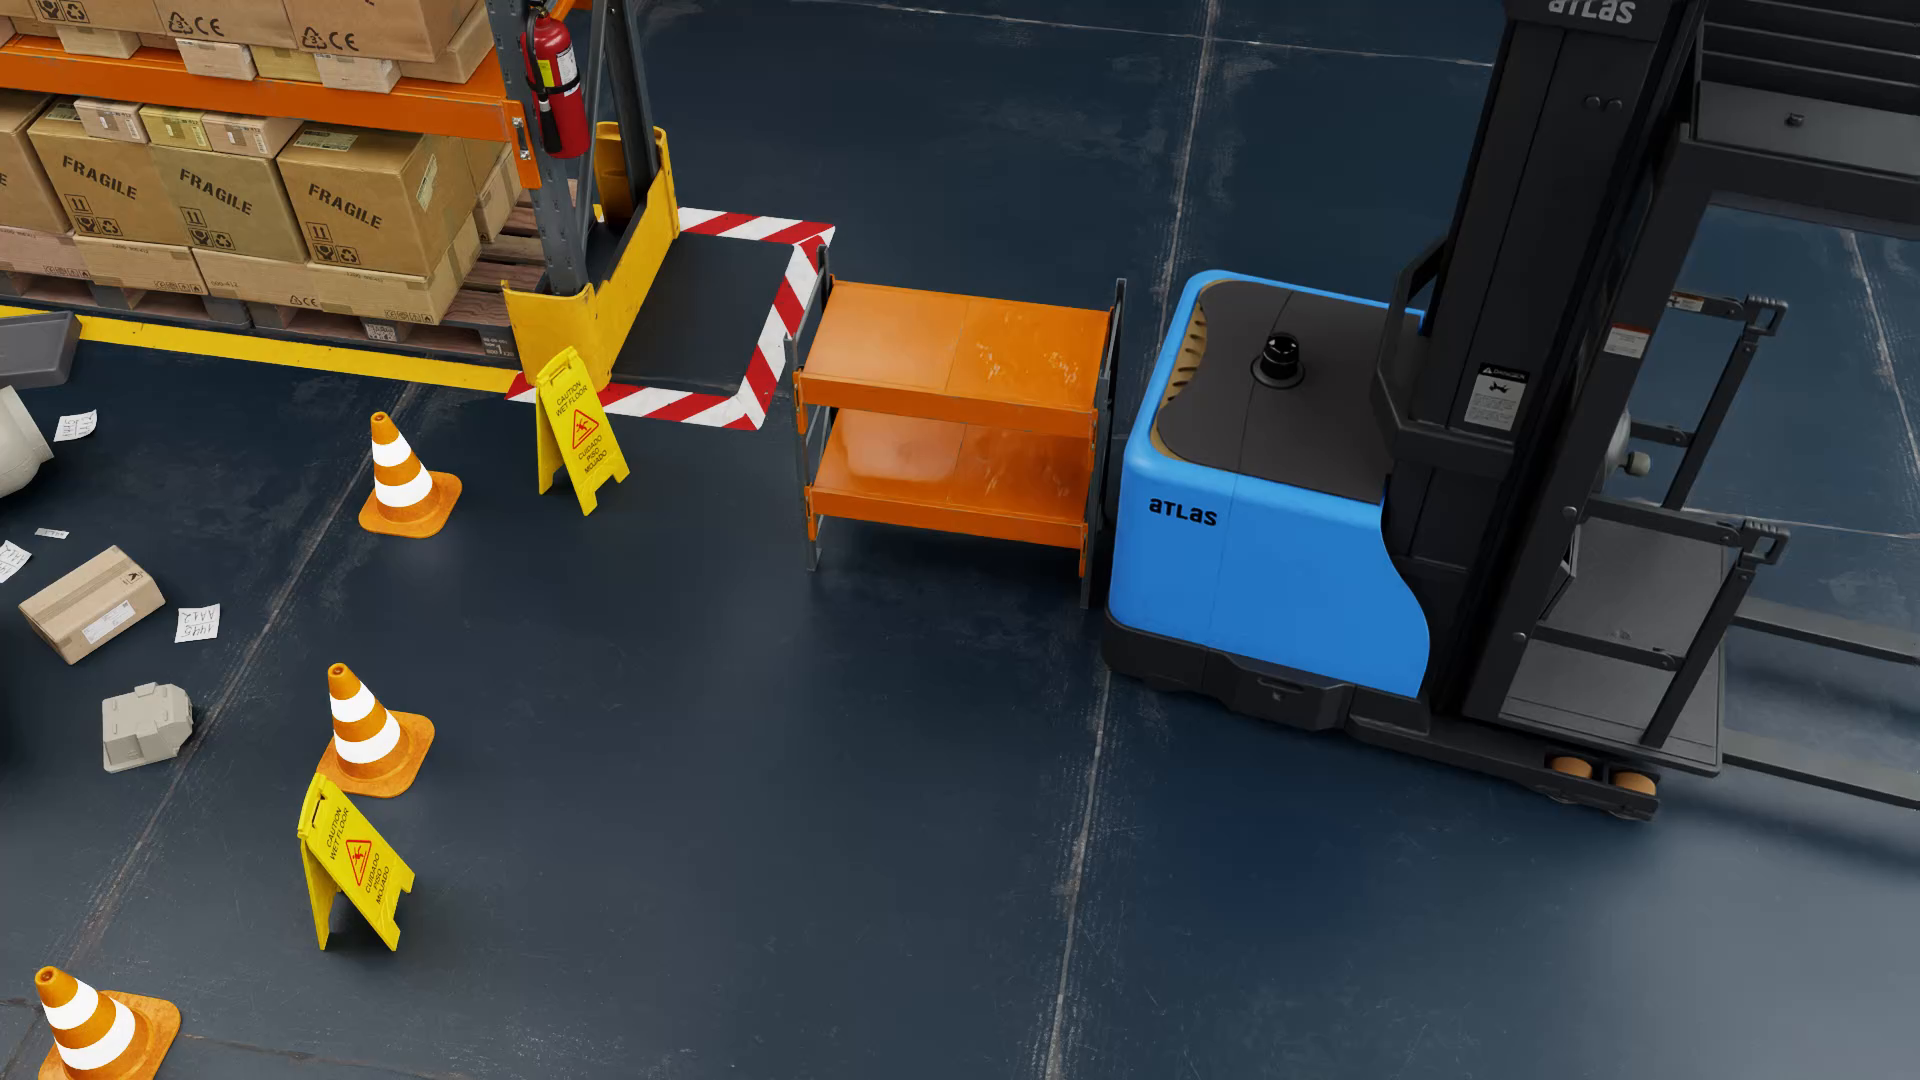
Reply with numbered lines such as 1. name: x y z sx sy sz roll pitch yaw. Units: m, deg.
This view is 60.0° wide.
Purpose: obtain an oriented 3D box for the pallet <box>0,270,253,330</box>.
1. pallet: -3.516 -1.403 7.369 1.213 0.211 1.003 8 49 7

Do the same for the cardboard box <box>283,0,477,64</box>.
1. cardboard box: -2.034 -2.032 5.792 0.500 0.500 0.500 7 48 6

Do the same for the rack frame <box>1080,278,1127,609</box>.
1. rack frame: 0.494 -0.310 5.772 0.032 1.125 0.500 8 49 7

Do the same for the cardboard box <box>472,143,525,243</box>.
1. cardboard box: -2.195 -1.559 7.201 0.500 0.250 0.500 7 48 7

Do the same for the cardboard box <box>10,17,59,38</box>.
1. cardboard box: -3.358 -2.054 6.248 0.250 0.149 0.380 8 49 7

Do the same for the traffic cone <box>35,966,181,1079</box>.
1. traffic cone: -2.502 1.346 4.730 0.334 0.463 0.336 8 49 7

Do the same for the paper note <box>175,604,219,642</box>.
1. paper note: -2.735 0.295 5.964 0.142 0.019 0.148 -7 48 -7

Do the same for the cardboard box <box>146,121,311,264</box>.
1. cardboard box: -2.800 -1.483 6.628 0.500 0.500 0.500 9 49 8

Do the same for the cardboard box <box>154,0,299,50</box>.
1. cardboard box: -2.526 -2.102 5.855 0.500 0.500 0.500 8 49 7

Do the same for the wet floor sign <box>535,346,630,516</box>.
1. wet floor sign: -1.454 -0.434 6.206 0.232 0.644 0.267 23 52 20

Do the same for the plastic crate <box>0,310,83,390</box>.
1. plastic crate: -3.988 -0.774 6.892 0.583 0.080 0.402 -7 48 -7

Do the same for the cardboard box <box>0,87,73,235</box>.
1. cardboard box: -3.816 -1.622 6.753 0.500 0.500 0.500 10 49 9

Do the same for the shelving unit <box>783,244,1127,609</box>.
1. shelving unit: -0.007 -0.377 5.832 1.048 1.125 0.538 8 49 7

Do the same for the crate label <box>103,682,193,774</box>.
1. crate label: -2.751 0.614 5.606 0.298 0.136 0.250 -15 50 -13

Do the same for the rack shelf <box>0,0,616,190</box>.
1. rack shelf: -3.419 -2.053 6.562 4.000 0.370 1.077 8 49 7

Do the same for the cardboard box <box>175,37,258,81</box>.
1. cardboard box: -2.633 -1.852 6.066 0.250 0.149 0.380 8 49 8

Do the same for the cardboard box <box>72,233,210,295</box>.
1. cardboard box: -3.318 -1.300 6.968 0.500 0.250 0.500 6 48 5

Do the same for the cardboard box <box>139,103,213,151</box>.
1. cardboard box: -2.906 -1.668 6.358 0.250 0.149 0.380 8 49 7

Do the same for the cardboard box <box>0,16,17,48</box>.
1. cardboard box: -3.624 -2.009 6.207 0.250 0.149 0.380 7 48 7

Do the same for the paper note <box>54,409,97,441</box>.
1. paper note: -3.533 -0.459 6.642 0.148 0.019 0.142 -7 48 -7

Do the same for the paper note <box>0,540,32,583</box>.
1. paper note: -3.544 0.077 6.168 0.142 0.019 0.148 23 52 20

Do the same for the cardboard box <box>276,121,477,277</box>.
1. cardboard box: -2.286 -1.416 6.568 0.500 0.500 0.500 8 49 7

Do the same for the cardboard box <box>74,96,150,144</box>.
1. cardboard box: -3.165 -1.704 6.391 0.250 0.149 0.380 10 49 8

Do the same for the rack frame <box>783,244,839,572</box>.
1. rack frame: -0.507 -0.444 5.893 0.032 1.125 0.500 8 49 7

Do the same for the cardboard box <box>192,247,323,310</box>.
1. cardboard box: -2.802 -1.235 6.909 0.500 0.250 0.500 8 49 7

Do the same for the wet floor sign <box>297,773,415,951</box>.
1. wet floor sign: -1.851 0.949 4.963 0.232 0.644 0.267 0 48 0

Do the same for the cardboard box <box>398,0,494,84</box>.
1. cardboard box: -1.857 -1.838 6.054 0.250 0.149 0.380 9 49 8

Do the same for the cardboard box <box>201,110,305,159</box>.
1. cardboard box: -2.659 -1.632 6.326 0.250 0.149 0.380 9 49 8

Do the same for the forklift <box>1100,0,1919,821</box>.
1. forklift: 2.063 -0.515 4.743 3.031 2.935 1.130 14 50 12

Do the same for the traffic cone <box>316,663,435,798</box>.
1. traffic cone: -1.966 0.564 5.432 0.334 0.463 0.336 8 49 7

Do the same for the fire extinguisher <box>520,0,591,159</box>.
1. fire extinguisher: -1.420 -1.651 5.769 0.183 0.674 0.296 8 49 7

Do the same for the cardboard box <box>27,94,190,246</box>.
1. cardboard box: -3.295 -1.555 6.692 0.500 0.500 0.500 7 48 6

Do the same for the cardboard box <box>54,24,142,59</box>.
1. cardboard box: -3.128 -1.956 6.160 0.250 0.149 0.380 7 48 6

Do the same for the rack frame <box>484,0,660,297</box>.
1. rack frame: -1.451 -2.029 6.057 0.127 3.000 1.000 8 49 7

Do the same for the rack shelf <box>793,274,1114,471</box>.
1. rack shelf: -0.007 -0.572 5.615 1.000 0.278 0.538 8 49 7

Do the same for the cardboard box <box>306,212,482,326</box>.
1. cardboard box: -2.318 -1.164 6.845 0.500 0.250 0.500 7 48 7

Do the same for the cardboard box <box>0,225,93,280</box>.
1. cardboard box: -3.805 -1.373 7.034 0.500 0.250 0.500 7 48 6

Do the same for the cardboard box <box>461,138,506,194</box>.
1. cardboard box: -2.219 -1.813 6.924 0.500 0.500 0.500 6 48 6

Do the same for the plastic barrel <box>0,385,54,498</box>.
1. plastic barrel: -3.753 -0.333 6.265 0.512 0.421 0.421 -32 55 -25

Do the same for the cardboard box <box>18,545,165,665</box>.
1. cardboard box: -3.099 0.229 5.944 0.250 0.149 0.380 32 56 26

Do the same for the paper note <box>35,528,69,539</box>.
1. paper note: -3.422 -0.025 6.266 0.123 0.001 0.032 8 49 7

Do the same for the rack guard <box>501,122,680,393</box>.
1. rack guard: -1.526 -1.204 6.995 0.348 0.500 1.175 8 49 7

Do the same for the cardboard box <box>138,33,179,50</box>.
1. cardboard box: -2.860 -1.989 6.189 0.250 0.149 0.380 8 49 7

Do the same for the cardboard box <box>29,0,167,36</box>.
1. cardboard box: -3.018 -2.170 5.916 0.500 0.500 0.500 7 48 7

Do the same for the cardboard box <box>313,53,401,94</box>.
1. cardboard box: -2.126 -1.790 6.011 0.250 0.149 0.380 7 48 6

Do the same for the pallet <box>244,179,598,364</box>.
1. pallet: -2.319 -1.240 7.223 1.213 0.211 1.003 8 49 7

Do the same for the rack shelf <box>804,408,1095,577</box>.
1. rack shelf: -0.007 -0.213 6.014 1.000 0.278 0.538 8 49 7

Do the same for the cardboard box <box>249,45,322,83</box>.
1. cardboard box: -2.374 -1.840 6.055 0.250 0.149 0.380 7 48 6

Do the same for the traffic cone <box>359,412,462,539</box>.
1. traffic cone: -2.103 -0.294 6.203 0.334 0.463 0.336 8 49 7

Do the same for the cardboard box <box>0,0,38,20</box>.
1. cardboard box: -3.513 -2.251 5.989 0.500 0.500 0.500 8 49 7
